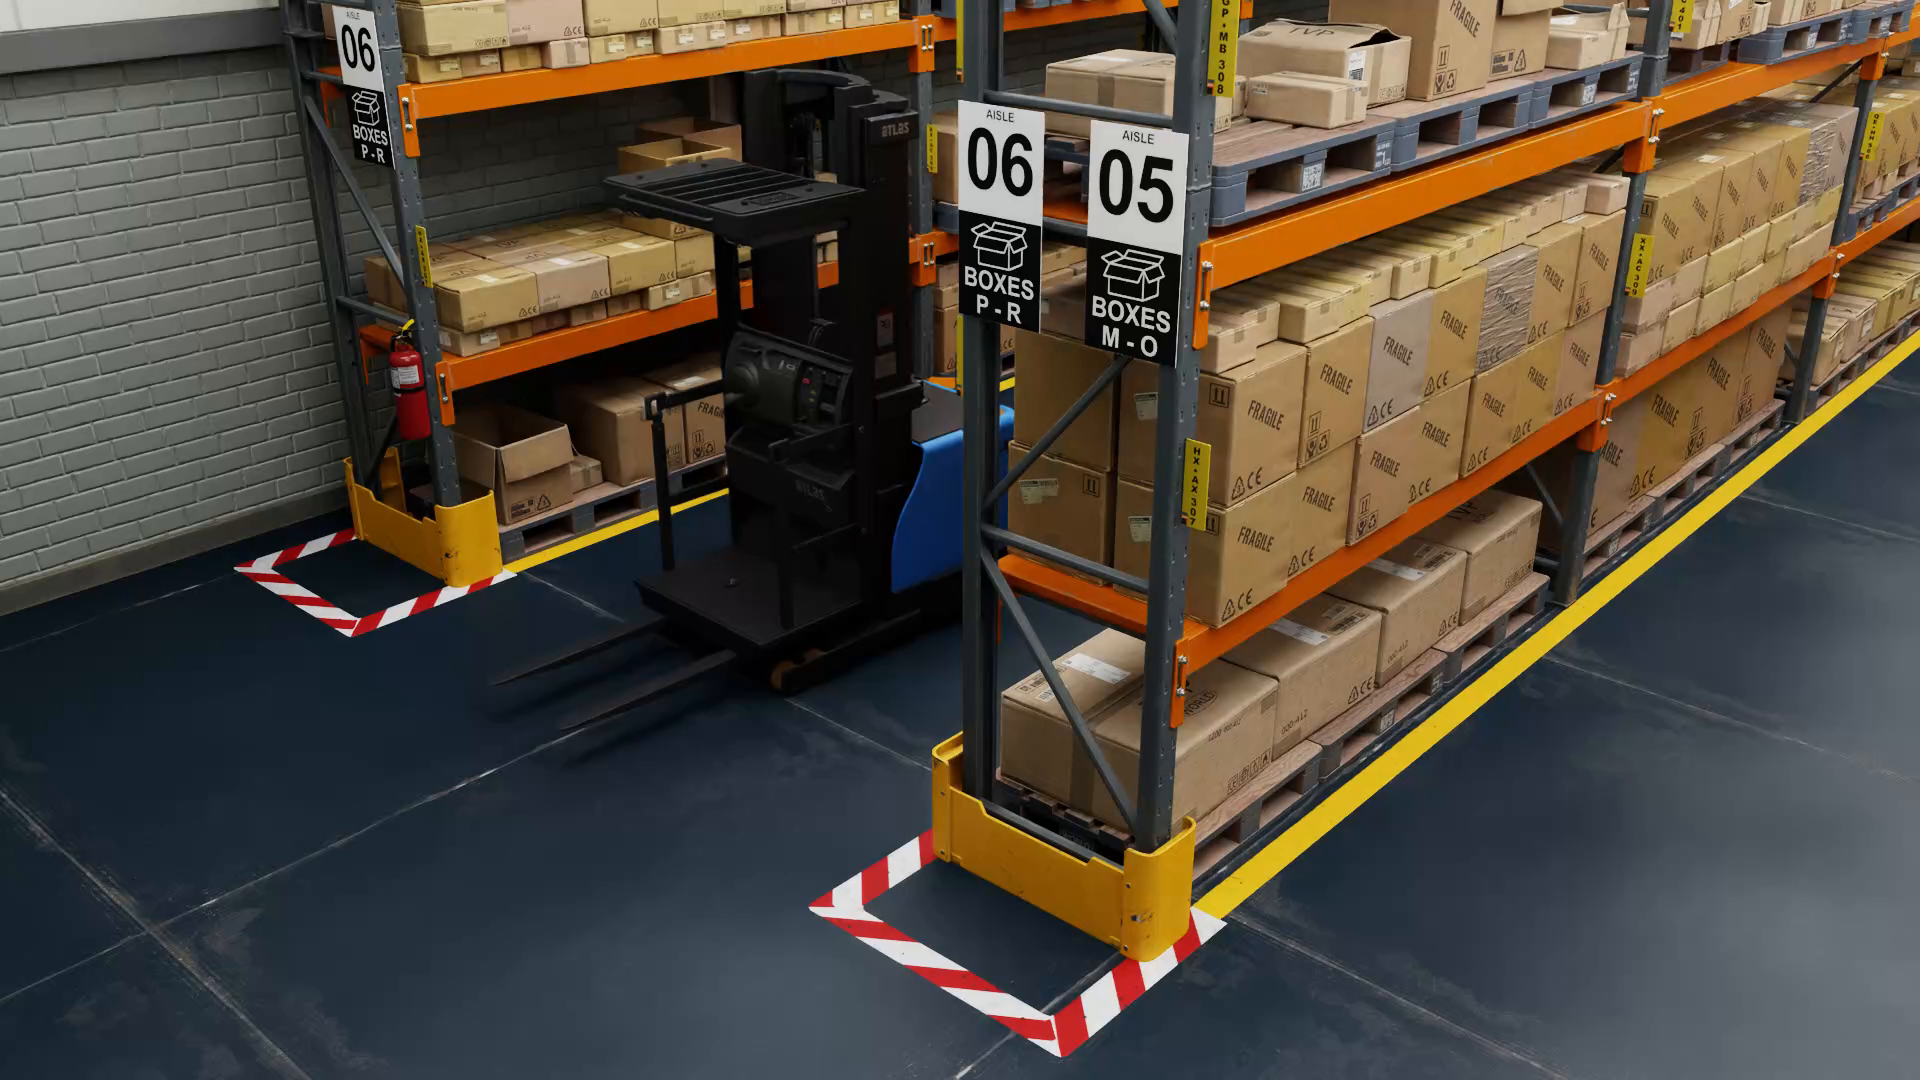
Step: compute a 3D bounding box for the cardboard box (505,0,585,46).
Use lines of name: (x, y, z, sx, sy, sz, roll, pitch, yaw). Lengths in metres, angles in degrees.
cardboard box: (-2.454, -2.926, 9.264, 0.500, 0.250, 0.500, 21, 32, 38)

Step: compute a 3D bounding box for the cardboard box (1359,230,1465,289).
cardboard box: (1.931, -1.207, 7.137, 0.380, 0.149, 0.250, 19, 31, 36)

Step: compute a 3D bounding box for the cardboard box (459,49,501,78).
cardboard box: (-2.736, -2.644, 9.121, 0.380, 0.149, 0.250, 21, 31, 38)

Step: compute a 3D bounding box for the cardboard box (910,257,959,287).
cardboard box: (-0.216, -2.024, 12.483, 0.380, 0.149, 0.250, 19, 31, 37)

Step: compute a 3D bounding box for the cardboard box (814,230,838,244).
cardboard box: (-1.090, -2.177, 11.258, 0.500, 0.250, 0.500, 20, 31, 38)

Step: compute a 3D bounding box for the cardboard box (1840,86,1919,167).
cardboard box: (6.925, -3.124, 12.551, 0.500, 0.500, 0.500, 21, 31, 38)

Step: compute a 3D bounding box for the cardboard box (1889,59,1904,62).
cardboard box: (7.904, -3.880, 14.237, 0.500, 0.500, 0.500, 21, 32, 39)

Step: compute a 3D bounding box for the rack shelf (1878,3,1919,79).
rack shelf: (7.095, -4.002, 12.723, 1.077, 0.370, 4.000, 20, 31, 38)

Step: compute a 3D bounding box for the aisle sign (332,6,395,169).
aisle sign: (-3.104, -2.355, 8.658, 0.394, 0.787, 0.004, 20, 31, 38)

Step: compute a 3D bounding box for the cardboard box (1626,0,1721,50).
cardboard box: (3.686, -2.690, 8.567, 0.396, 0.266, 0.258, 20, 31, 37)

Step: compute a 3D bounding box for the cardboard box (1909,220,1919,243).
cardboard box: (9.025, -2.956, 15.108, 0.500, 0.500, 0.500, 22, 32, 40)

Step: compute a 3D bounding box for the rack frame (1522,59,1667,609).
rack frame: (3.091, -1.134, 9.112, 1.000, 3.000, 0.127, 20, 31, 38)

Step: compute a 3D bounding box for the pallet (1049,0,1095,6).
pallet: (0.569, -4.267, 12.664, 1.213, 0.211, 1.003, 20, 31, 38)

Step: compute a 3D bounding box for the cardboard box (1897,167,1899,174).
cardboard box: (7.008, -2.895, 12.834, 0.380, 0.149, 0.250, 22, 32, 39)

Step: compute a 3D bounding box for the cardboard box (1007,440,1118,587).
cardboard box: (0.546, -0.180, 6.863, 0.500, 0.500, 0.500, 20, 31, 38)

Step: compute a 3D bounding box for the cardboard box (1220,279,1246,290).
cardboard box: (0.972, -1.128, 6.962, 0.380, 0.149, 0.250, 21, 32, 39)

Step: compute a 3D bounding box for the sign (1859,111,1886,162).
sign: (6.176, -2.730, 11.258, 0.100, 0.325, 0.005, 20, 31, 38)

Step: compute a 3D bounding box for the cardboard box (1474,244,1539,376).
cardboard box: (2.304, -1.106, 7.707, 0.500, 0.500, 0.500, 21, 31, 38)

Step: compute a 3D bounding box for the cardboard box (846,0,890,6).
cardboard box: (-0.743, -3.709, 11.008, 0.500, 0.250, 0.500, 20, 31, 38)

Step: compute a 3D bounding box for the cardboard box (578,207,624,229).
cardboard box: (-2.140, -2.015, 10.897, 0.500, 0.250, 0.500, 20, 31, 37)

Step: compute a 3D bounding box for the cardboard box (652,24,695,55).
cardboard box: (-1.796, -2.998, 9.910, 0.380, 0.149, 0.250, 20, 31, 38)

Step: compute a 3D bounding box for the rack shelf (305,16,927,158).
rack shelf: (-1.943, -2.919, 10.307, 1.077, 0.370, 4.000, 20, 31, 38)

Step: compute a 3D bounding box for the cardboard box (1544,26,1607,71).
cardboard box: (2.727, -2.263, 7.635, 0.380, 0.149, 0.250, 21, 32, 39)

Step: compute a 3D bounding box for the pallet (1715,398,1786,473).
pallet: (5.178, -0.860, 11.911, 1.003, 0.211, 1.213, 20, 31, 38)

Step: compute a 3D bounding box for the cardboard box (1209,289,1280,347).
cardboard box: (0.986, -0.845, 6.331, 0.380, 0.149, 0.250, 21, 32, 39)

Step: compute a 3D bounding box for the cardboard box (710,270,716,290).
cardboard box: (-1.676, -1.742, 10.776, 0.380, 0.149, 0.250, 20, 31, 37)

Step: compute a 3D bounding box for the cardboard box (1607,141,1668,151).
cardboard box: (3.895, -2.149, 10.032, 0.500, 0.500, 0.500, 21, 32, 39)

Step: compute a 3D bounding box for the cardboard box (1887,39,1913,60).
cardboard box: (7.853, -4.193, 14.144, 0.380, 0.149, 0.250, 20, 31, 37)

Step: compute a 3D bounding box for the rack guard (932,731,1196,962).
rack guard: (0.405, 1.233, 6.889, 1.175, 0.500, 0.348, 20, 31, 38)

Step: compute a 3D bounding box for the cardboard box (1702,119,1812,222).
cardboard box: (4.938, -2.317, 10.408, 0.500, 0.500, 0.500, 20, 31, 38)

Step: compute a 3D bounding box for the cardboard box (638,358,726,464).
cardboard box: (-1.772, -0.864, 11.054, 0.500, 0.500, 0.500, 21, 31, 38)

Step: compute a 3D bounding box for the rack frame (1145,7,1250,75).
rack frame: (2.062, -3.707, 14.851, 1.000, 3.000, 0.127, 20, 31, 38)

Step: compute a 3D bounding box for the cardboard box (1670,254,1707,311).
cardboard box: (3.922, -1.517, 9.539, 0.500, 0.250, 0.500, 21, 31, 38)

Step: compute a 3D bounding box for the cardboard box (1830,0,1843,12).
cardboard box: (5.102, -3.336, 10.009, 0.396, 0.266, 0.258, 19, 30, 36)

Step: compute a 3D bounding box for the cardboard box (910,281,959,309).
cardboard box: (-0.170, -1.872, 12.507, 0.380, 0.149, 0.250, 22, 32, 40)

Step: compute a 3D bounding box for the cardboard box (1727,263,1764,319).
cardboard box: (4.620, -1.587, 10.306, 0.500, 0.250, 0.500, 20, 31, 37)

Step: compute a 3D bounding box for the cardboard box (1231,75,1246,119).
cardboard box: (0.875, -1.718, 6.420, 0.380, 0.149, 0.250, 17, 29, 34)

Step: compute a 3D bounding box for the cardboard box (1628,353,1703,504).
cardboard box: (4.042, -0.844, 10.550, 0.875, 0.875, 0.875, 21, 32, 39)

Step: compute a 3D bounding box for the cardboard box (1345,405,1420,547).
cardboard box: (1.625, -0.340, 7.221, 0.500, 0.500, 0.500, 20, 31, 37)

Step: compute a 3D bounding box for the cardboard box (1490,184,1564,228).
cardboard box: (2.692, -1.627, 8.075, 0.380, 0.149, 0.250, 20, 31, 38)

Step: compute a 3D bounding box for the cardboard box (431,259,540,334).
cardboard box: (-2.774, -1.401, 9.529, 0.500, 0.250, 0.500, 20, 31, 38)

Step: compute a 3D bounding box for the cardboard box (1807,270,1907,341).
cardboard box: (7.142, -1.971, 13.678, 0.950, 0.372, 0.625, 21, 32, 39)

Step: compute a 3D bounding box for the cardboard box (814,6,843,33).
cardboard box: (-0.979, -3.399, 10.805, 0.380, 0.149, 0.250, 21, 32, 39)

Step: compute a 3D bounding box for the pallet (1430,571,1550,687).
pallet: (2.525, 0.349, 9.214, 1.003, 0.211, 1.213, 20, 31, 38)

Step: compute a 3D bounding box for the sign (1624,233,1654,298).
sign: (3.505, -1.414, 8.582, 0.100, 0.325, 0.005, 20, 31, 38)

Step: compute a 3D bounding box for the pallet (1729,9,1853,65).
pallet: (4.626, -3.083, 10.024, 1.003, 0.211, 1.213, 22, 32, 40)

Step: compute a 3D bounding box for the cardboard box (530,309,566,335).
cardboard box: (-2.569, -1.360, 9.923, 0.380, 0.149, 0.250, 20, 31, 37)

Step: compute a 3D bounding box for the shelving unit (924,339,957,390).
shelving unit: (-0.106, -0.610, 10.145, 0.189, 1.200, 0.258, 2, 24, 5)

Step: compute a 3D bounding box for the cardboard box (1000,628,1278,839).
cardboard box: (0.787, 0.834, 7.342, 0.875, 0.438, 0.875, 19, 30, 36)

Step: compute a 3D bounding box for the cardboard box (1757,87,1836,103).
cardboard box: (6.194, -3.100, 12.499, 0.500, 0.500, 0.500, 20, 31, 37)

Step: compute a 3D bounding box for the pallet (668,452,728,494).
pallet: (-1.881, -0.633, 11.404, 1.003, 0.211, 1.213, 20, 31, 38)

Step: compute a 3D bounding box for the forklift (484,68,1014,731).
forklift: (-1.039, -0.786, 8.420, 1.130, 2.935, 3.031, 22, 32, 40)

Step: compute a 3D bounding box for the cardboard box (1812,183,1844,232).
cardboard box: (5.627, -2.295, 11.275, 0.500, 0.250, 0.500, 20, 31, 37)
